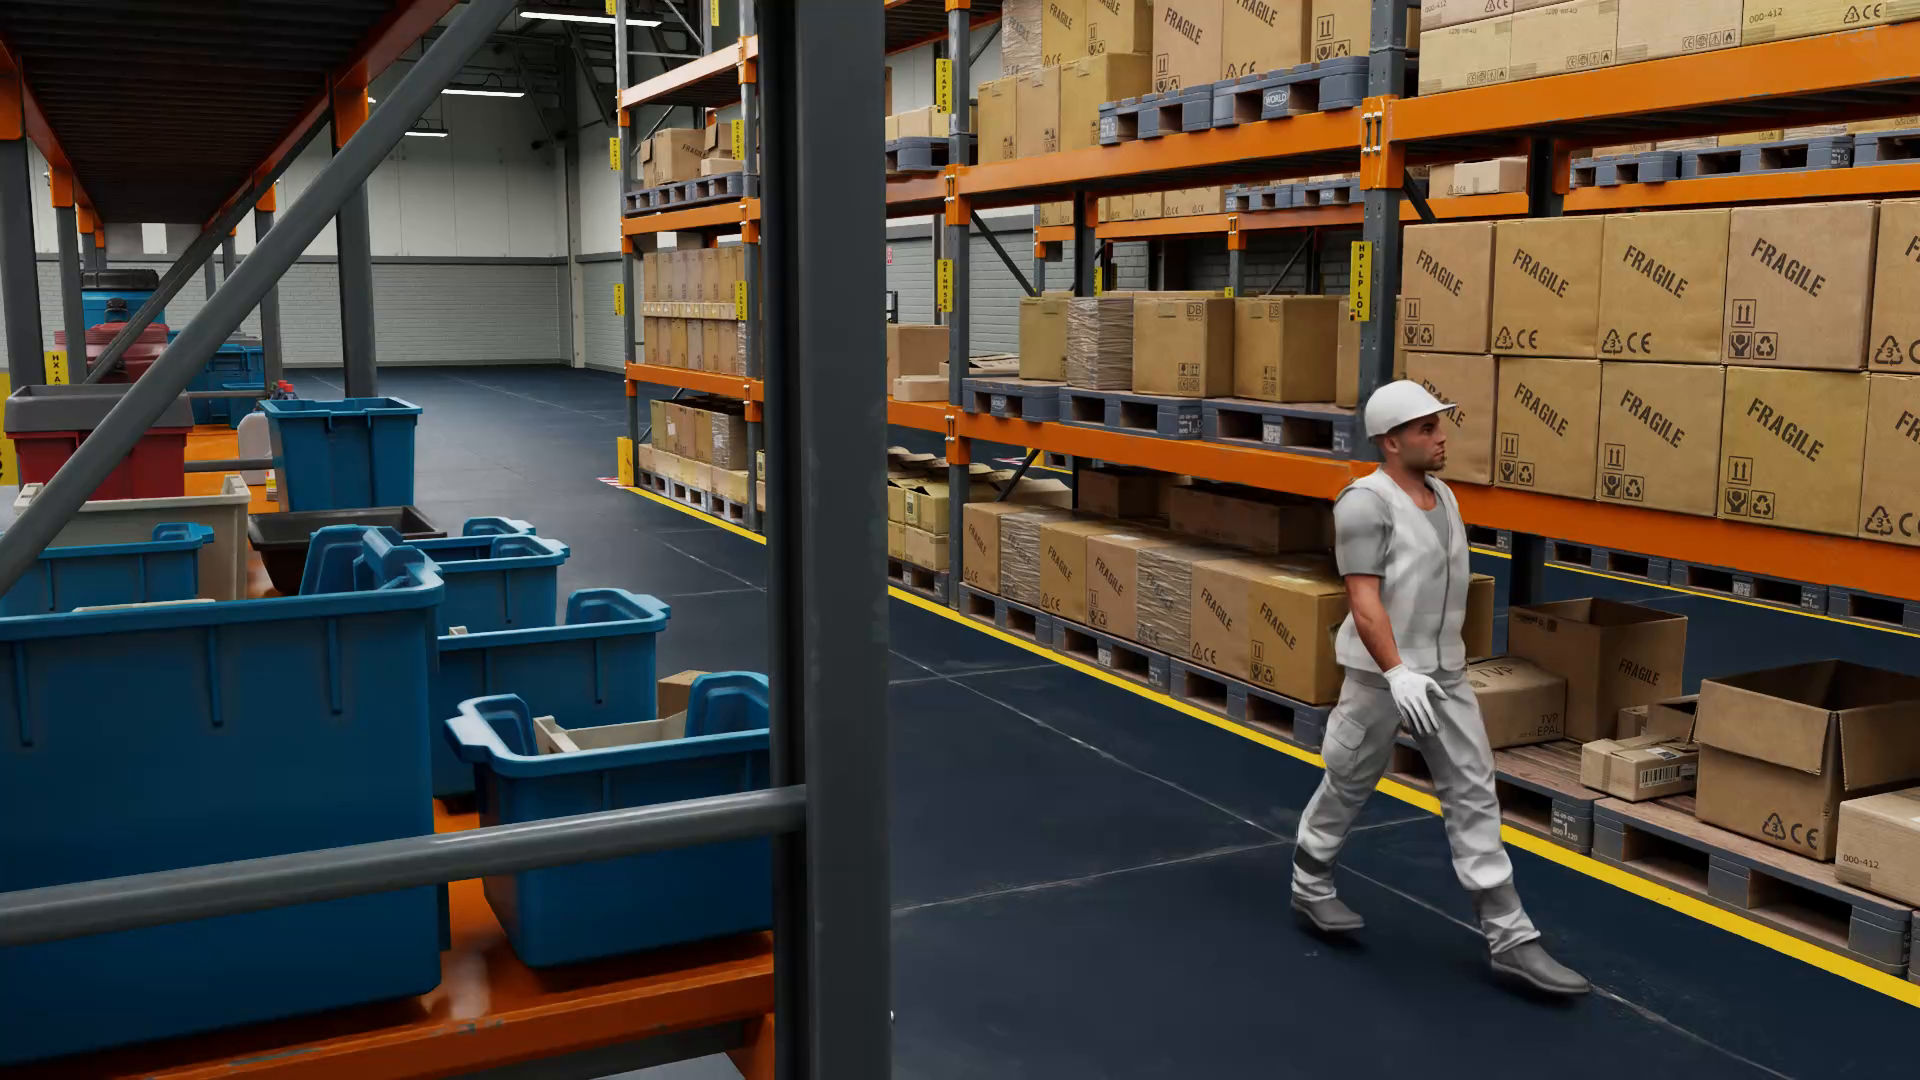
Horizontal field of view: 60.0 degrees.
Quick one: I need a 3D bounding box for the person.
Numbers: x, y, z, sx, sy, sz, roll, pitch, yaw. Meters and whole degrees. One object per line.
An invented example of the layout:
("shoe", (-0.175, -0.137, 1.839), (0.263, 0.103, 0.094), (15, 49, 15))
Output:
("person", (1.383, 0.402, 4.909), (0.528, 1.731, 0.977), (-5, 10, -32))
